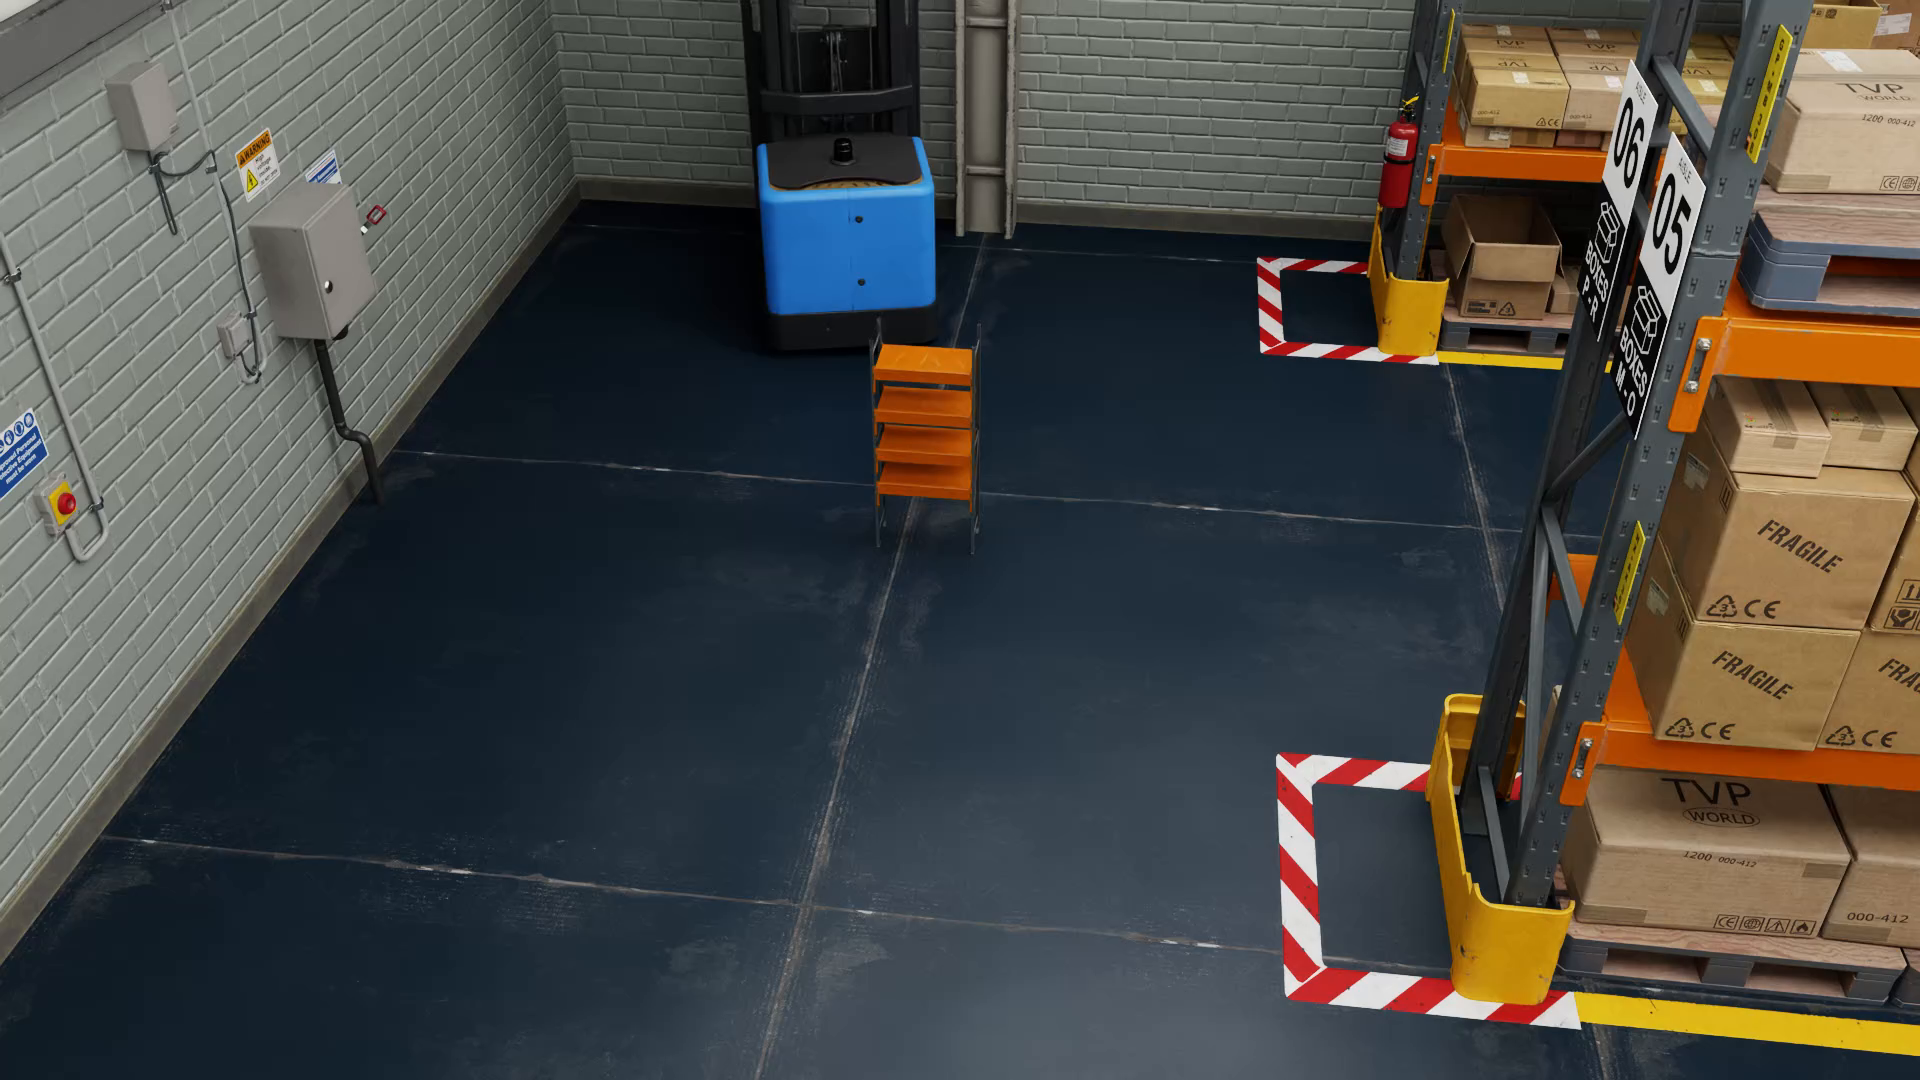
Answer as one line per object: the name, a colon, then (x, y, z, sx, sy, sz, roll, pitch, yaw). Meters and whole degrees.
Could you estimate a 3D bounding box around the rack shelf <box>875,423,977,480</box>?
rack shelf: (-0.164, -0.446, 8.315, 0.480, 0.148, 0.258, 4, 36, 6)

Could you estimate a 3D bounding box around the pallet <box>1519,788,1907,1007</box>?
pallet: (2.918, 1.316, 6.581, 1.213, 0.211, 1.003, 4, 36, 6)

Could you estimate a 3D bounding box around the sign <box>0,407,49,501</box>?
sign: (-3.548, -0.323, 6.245, 0.001, 0.218, 0.327, 4, 36, 6)

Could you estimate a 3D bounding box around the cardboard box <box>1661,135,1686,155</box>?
cardboard box: (4.065, -2.346, 9.529, 0.250, 0.149, 0.380, 5, 36, 7)

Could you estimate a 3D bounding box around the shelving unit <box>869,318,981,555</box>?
shelving unit: (-0.164, -0.501, 8.276, 0.503, 1.200, 0.258, 4, 36, 6)

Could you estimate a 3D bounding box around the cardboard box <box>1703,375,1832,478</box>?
cardboard box: (2.432, -0.359, 5.022, 0.250, 0.149, 0.380, 5, 36, 7)

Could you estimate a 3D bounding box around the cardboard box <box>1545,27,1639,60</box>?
cardboard box: (3.745, -2.833, 9.868, 0.500, 0.250, 0.500, 4, 36, 6)

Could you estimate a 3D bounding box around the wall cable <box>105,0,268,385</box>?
wall cable: (-3.312, -1.468, 7.207, 0.122, 1.984, 0.588, 4, 36, 6)

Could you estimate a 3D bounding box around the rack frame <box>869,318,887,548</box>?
rack frame: (-0.406, -0.519, 8.301, 0.015, 1.200, 0.240, 4, 36, 6)

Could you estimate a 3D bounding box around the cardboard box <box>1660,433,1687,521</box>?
cardboard box: (2.623, -0.382, 5.613, 0.500, 0.500, 0.500, 5, 36, 8)

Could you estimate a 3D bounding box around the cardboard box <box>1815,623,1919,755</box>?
cardboard box: (3.060, 0.349, 5.450, 0.500, 0.500, 0.500, 4, 36, 5)

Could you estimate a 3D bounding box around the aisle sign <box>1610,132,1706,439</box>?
aisle sign: (2.006, -0.729, 4.809, 0.004, 0.787, 0.394, 4, 36, 6)

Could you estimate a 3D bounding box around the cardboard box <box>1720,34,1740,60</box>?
cardboard box: (4.754, -2.755, 9.758, 0.500, 0.250, 0.500, 4, 36, 6)

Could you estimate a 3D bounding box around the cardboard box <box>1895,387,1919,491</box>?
cardboard box: (2.944, -0.295, 4.933, 0.250, 0.149, 0.380, 5, 36, 7)

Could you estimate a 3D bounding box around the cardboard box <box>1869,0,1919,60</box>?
cardboard box: (5.267, -3.026, 9.492, 0.500, 0.500, 0.500, 3, 36, 5)

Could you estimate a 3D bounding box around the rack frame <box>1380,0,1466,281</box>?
rack frame: (2.743, -2.693, 9.798, 0.127, 3.000, 1.000, 4, 36, 6)

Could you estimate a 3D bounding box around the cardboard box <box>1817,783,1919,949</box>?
cardboard box: (3.691, 1.093, 6.337, 0.875, 0.438, 0.875, 5, 36, 7)

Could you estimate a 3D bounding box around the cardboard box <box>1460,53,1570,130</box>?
cardboard box: (3.159, -2.564, 9.491, 0.500, 0.250, 0.500, 4, 36, 6)

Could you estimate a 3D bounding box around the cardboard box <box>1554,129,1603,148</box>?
cardboard box: (3.558, -2.417, 9.627, 0.250, 0.149, 0.380, 4, 36, 5)

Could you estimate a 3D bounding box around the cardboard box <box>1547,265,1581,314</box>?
cardboard box: (3.754, -1.550, 10.289, 0.250, 0.149, 0.380, 3, 36, 4)

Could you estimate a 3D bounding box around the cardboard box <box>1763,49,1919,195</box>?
cardboard box: (2.573, -1.223, 4.838, 0.500, 0.250, 0.500, 1, 36, 2)

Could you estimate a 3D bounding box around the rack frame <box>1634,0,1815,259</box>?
rack frame: (2.115, -2.275, 4.048, 0.127, 3.000, 1.000, 4, 36, 6)

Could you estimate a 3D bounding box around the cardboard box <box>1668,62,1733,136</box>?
cardboard box: (4.162, -2.491, 9.389, 0.500, 0.250, 0.500, 4, 36, 5)

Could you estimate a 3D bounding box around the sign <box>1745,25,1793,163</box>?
sign: (2.038, -1.122, 4.195, 0.005, 0.325, 0.100, 4, 36, 6)

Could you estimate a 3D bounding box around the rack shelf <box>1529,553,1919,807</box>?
rack shelf: (4.098, 0.608, 5.792, 4.000, 0.370, 1.077, 4, 36, 6)

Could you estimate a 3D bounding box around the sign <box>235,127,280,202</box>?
sign: (-3.281, -1.756, 7.774, 0.001, 0.242, 0.339, 4, 36, 6)

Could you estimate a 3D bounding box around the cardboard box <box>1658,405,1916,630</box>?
cardboard box: (2.555, -0.081, 5.191, 0.500, 0.500, 0.500, 4, 36, 5)

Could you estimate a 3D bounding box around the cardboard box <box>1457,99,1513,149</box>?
cardboard box: (3.034, -2.408, 9.616, 0.250, 0.149, 0.380, 4, 36, 6)

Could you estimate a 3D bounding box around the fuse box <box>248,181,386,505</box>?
fuse box: (-3.069, -0.912, 8.411, 0.414, 1.711, 0.539, 4, 36, 6)

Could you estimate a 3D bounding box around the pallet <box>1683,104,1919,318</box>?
pallet: (2.852, -0.969, 4.876, 1.213, 0.211, 1.003, 4, 36, 6)

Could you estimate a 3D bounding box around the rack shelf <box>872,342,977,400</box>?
rack shelf: (-0.164, -0.820, 8.047, 0.480, 0.148, 0.258, 4, 36, 6)

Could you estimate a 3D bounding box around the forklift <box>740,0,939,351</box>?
forklift: (-0.828, -3.186, 10.548, 1.130, 2.935, 3.031, -4, 36, -6)

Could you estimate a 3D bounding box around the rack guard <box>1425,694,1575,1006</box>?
rack guard: (2.091, 1.183, 6.519, 0.348, 0.500, 1.175, 4, 36, 6)
